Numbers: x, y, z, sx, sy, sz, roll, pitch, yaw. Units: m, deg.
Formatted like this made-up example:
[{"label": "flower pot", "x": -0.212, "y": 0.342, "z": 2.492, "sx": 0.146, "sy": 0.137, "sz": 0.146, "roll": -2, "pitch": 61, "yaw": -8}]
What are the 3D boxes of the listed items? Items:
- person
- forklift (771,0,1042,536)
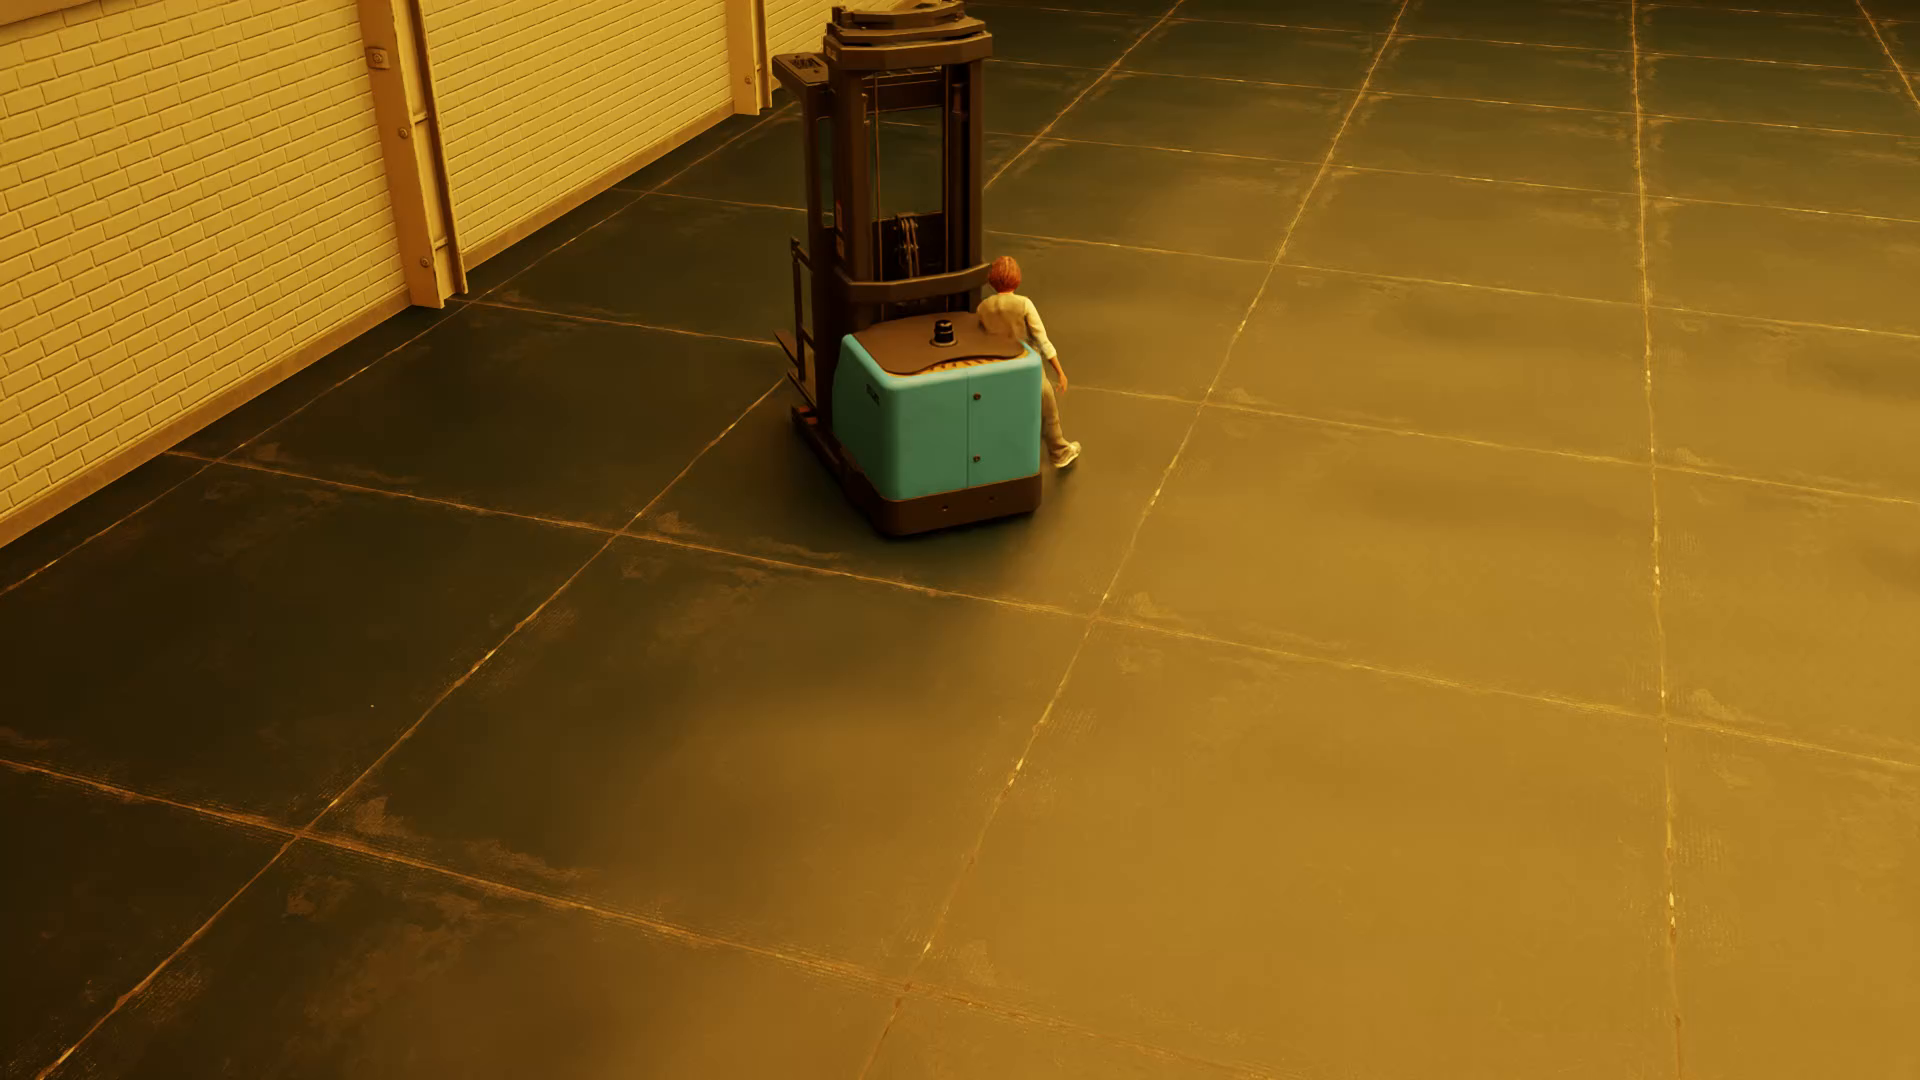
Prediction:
[{"label": "person", "x": 0.380, "y": -1.090, "z": 10.436, "sx": 0.683, "sy": 1.488, "sz": 0.805, "roll": 11, "pitch": 31, "yaw": 18}, {"label": "forklift", "x": -0.511, "y": -2.011, "z": 10.664, "sx": 1.130, "sy": 2.935, "sz": 3.031, "roll": -11, "pitch": 32, "yaw": -19}]
